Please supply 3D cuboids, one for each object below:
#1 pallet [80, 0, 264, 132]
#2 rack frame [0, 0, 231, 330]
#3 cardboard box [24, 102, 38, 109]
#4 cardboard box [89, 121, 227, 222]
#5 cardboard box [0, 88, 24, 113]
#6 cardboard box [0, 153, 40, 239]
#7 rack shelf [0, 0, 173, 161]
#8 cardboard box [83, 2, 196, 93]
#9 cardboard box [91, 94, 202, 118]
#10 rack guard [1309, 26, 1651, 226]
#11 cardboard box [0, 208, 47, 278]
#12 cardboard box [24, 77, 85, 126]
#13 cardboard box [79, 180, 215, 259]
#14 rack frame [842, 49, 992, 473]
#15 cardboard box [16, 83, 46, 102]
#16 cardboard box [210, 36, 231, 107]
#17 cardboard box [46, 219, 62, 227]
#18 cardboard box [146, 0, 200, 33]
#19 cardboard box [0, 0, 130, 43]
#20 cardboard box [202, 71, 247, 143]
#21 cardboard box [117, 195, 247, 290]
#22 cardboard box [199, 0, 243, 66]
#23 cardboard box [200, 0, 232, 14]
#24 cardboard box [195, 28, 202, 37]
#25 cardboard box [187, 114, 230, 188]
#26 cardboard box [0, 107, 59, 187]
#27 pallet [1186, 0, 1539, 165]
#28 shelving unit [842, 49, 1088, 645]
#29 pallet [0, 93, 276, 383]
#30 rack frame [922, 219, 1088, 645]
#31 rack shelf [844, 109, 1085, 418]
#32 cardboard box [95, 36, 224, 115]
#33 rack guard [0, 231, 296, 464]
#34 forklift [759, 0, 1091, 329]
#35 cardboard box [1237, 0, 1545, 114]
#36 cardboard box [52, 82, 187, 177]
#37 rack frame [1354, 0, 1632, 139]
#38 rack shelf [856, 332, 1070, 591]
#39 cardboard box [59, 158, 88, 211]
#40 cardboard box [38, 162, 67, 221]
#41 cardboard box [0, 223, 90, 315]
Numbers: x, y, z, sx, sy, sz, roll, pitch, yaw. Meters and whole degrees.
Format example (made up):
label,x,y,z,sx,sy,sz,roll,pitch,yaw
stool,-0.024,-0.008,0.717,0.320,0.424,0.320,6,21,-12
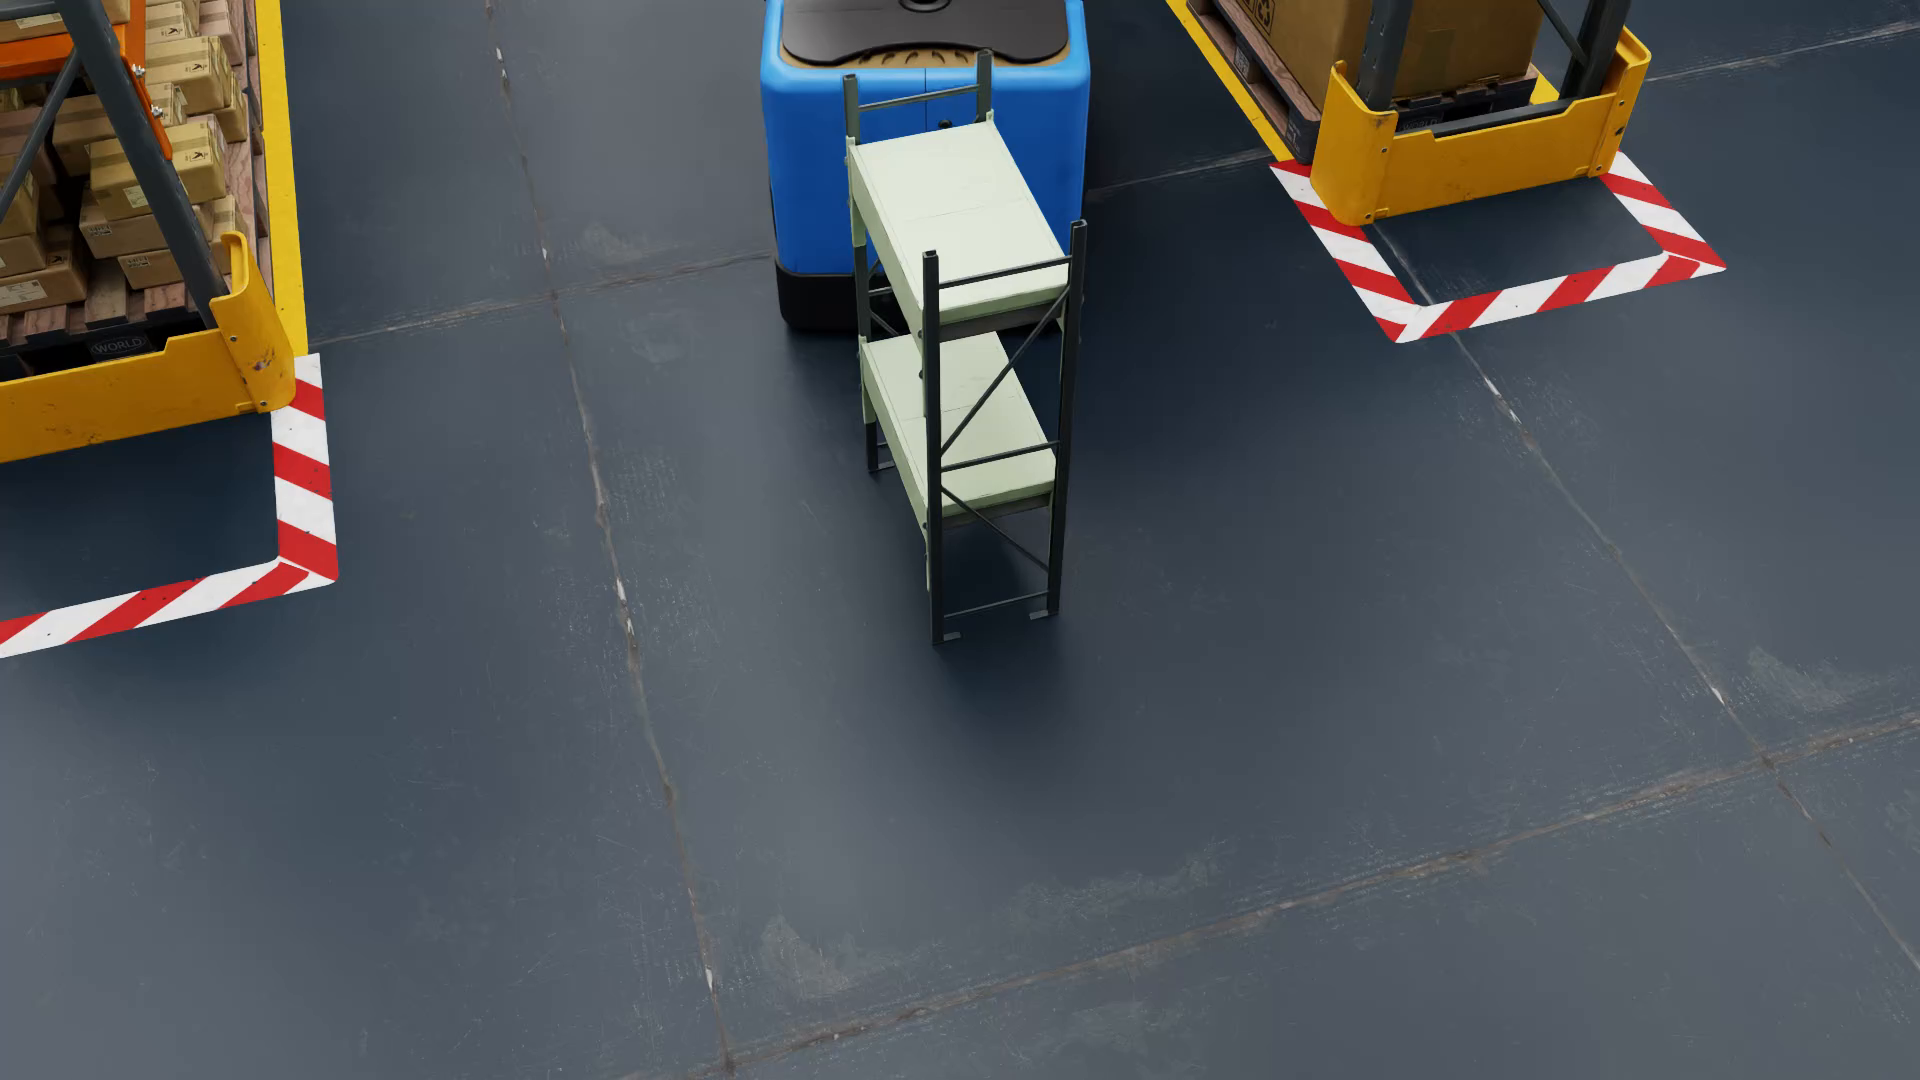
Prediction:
label,x,y,z,sx,sy,sz,roll,pitch,yaw
pallet,-3.420,-2.006,6.803,1.003,0.211,1.213,-13,51,-11
rack frame,-2.834,-1.359,4.434,1.000,3.000,0.127,-13,51,-11
cardboard box,-3.418,-1.371,5.840,0.380,0.149,0.250,-15,52,-12
cardboard box,-2.664,-1.227,5.523,0.380,0.149,0.250,-15,52,-13
cardboard box,-3.450,-1.453,5.714,0.380,0.149,0.250,-14,51,-12
cardboard box,-3.232,-1.096,5.413,0.380,0.149,0.250,-13,51,-11
rack shelf,-3.425,-2.588,5.940,1.077,0.370,4.000,-13,51,-11
cardboard box,-2.965,-1.776,5.986,0.380,0.149,0.250,-16,52,-13
cardboard box,-2.927,-1.484,5.934,0.380,0.149,0.250,-13,51,-11
rack guard,1.942,-1.583,6.258,1.175,0.500,0.348,-13,51,-11
cardboard box,-3.262,-0.992,5.520,0.380,0.149,0.250,-15,51,-12
cardboard box,-3.399,-1.591,6.025,0.380,0.149,0.250,-14,51,-11
cardboard box,-2.743,-1.112,5.621,0.380,0.149,0.250,-11,51,-9
rack frame,-0.110,-0.756,4.906,0.400,1.500,0.023,-13,51,-11
cardboard box,-3.466,-1.657,5.886,0.380,0.149,0.250,-15,52,-12
cardboard box,-2.899,-1.695,6.113,0.380,0.149,0.250,-12,51,-10
cardboard box,-3.361,-1.078,5.787,0.380,0.149,0.250,-12,51,-10
cardboard box,-3.038,-1.981,6.159,0.380,0.149,0.250,-12,51,-10
cardboard box,-2.616,-1.589,4.792,0.380,0.149,0.250,-14,51,-11
cardboard box,-2.889,-1.594,6.222,0.380,0.149,0.250,-13,51,-11
cardboard box,-2.683,-1.030,5.747,0.380,0.149,0.250,-12,51,-10
cardboard box,-3.046,-1.961,6.531,0.380,0.149,0.250,-16,52,-13
cardboard box,-3.153,-2.157,6.697,0.380,0.149,0.250,-13,51,-11
cardboard box,-3.069,-1.868,6.258,0.380,0.149,0.250,-16,52,-13
cardboard box,-2.770,-1.325,5.800,0.380,0.149,0.250,-14,51,-11
cardboard box,-3.252,-1.293,5.579,0.380,0.149,0.250,-12,51,-10
pallet,1.623,-2.074,6.860,1.003,0.211,1.213,-13,51,-11
shelving unit,-0.002,-0.488,4.681,0.431,1.500,0.755,-13,51,-11
pallet,-3.062,-1.117,6.054,1.003,0.211,1.213,-13,51,-11
rack frame,0.106,-0.221,4.455,0.400,1.500,0.023,-13,51,-11
rack shelf,-0.002,-0.740,4.382,0.431,0.370,0.720,-13,51,-11
cardboard box,-2.813,-1.614,5.849,0.380,0.149,0.250,-13,51,-11
rack guard,-2.856,-0.609,5.436,1.175,0.500,0.348,-13,51,-11
forklift,-0.134,-2.794,5.688,1.130,2.935,3.031,-1,50,-1
cardboard box,1.669,-2.306,6.347,0.875,0.875,0.875,-13,51,-11
cardboard box,-2.860,-1.401,5.670,0.380,0.149,0.250,-12,51,-10
rack frame,1.934,-2.407,5.317,1.000,3.000,0.127,-13,51,-11
rack shelf,-0.002,-0.278,4.930,0.431,0.370,0.720,-13,51,-11
cardboard box,-3.357,-1.290,5.966,0.380,0.149,0.250,-14,51,-11
cardboard box,-3.288,-1.195,5.691,0.380,0.149,0.250,-14,51,-12
cardboard box,-3.188,-0.913,5.647,0.380,0.149,0.250,-13,51,-10
